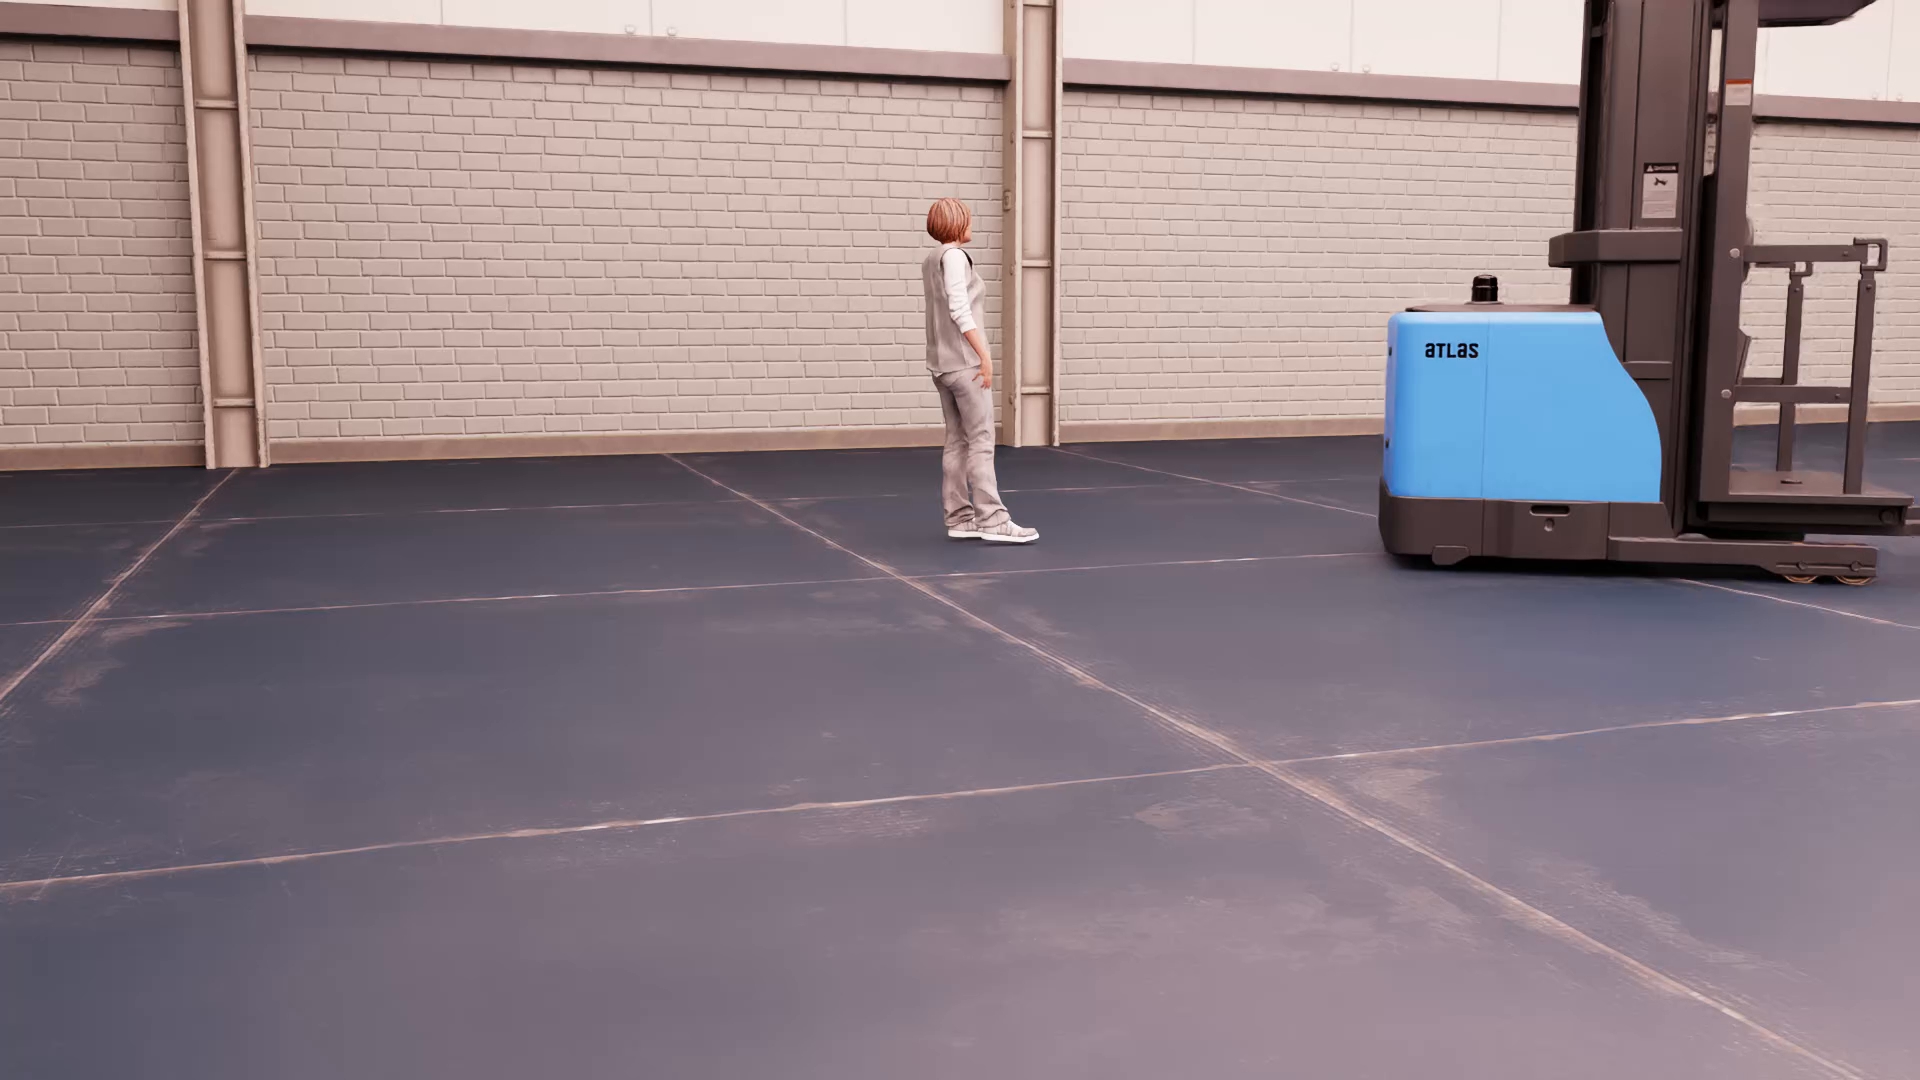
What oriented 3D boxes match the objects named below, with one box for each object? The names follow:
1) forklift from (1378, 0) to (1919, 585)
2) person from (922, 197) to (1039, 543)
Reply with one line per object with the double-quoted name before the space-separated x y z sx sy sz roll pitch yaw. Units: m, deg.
"forklift" 3.379 -1.351 6.978 3.031 2.935 1.130 2 8 12
"person" 0.075 -0.800 7.826 0.473 1.599 0.521 -3 8 -18
